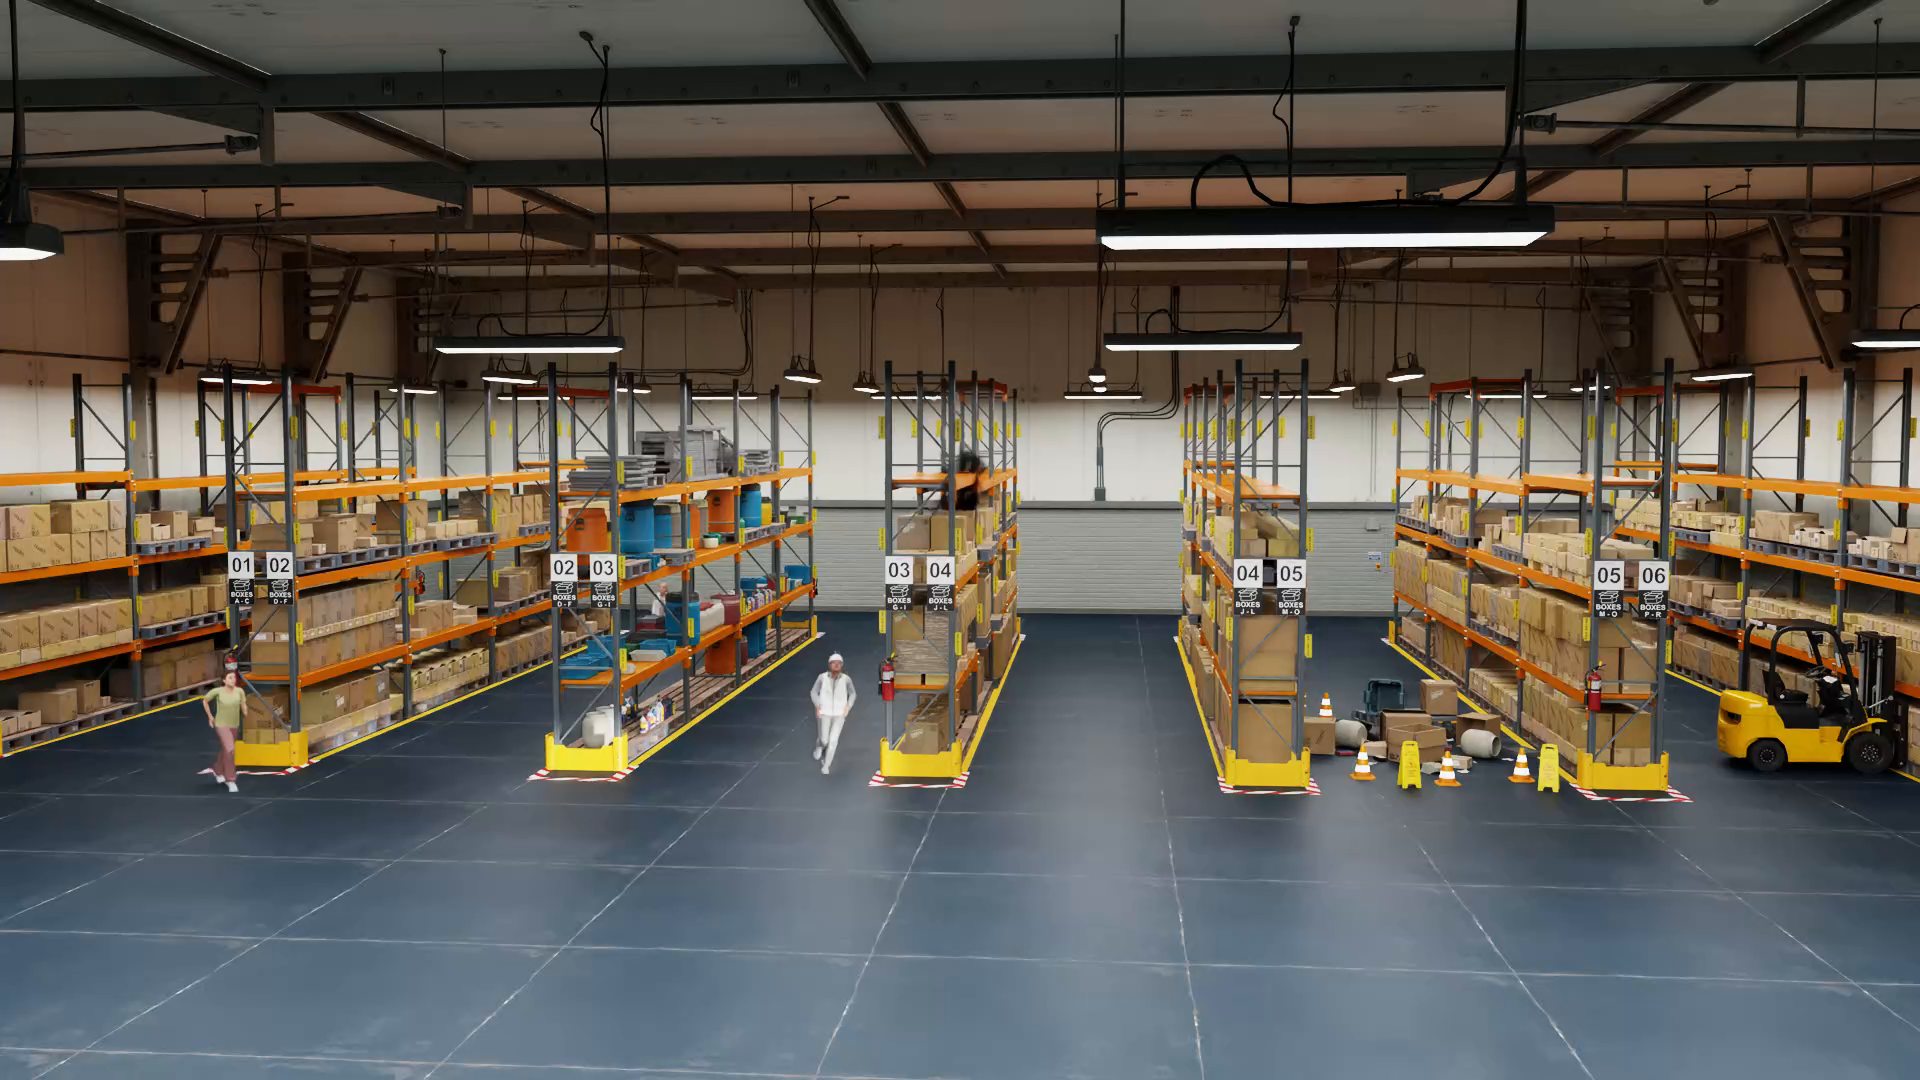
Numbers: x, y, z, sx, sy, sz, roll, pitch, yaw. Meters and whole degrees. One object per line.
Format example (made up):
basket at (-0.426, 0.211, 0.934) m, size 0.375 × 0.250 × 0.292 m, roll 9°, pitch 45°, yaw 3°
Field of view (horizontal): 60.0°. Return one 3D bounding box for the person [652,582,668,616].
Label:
person at (-6.293, 1.800, 35.539) m, size 0.674 × 1.806 × 1.201 m, roll 0°, pitch 4°, yaw 5°

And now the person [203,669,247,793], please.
person at (-10.277, 2.643, 23.303) m, size 0.842 × 1.699 × 0.515 m, roll 3°, pitch 5°, yaw 36°

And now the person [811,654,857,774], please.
person at (-1.850, 2.527, 24.385) m, size 0.670 × 1.734 × 0.614 m, roll -1°, pitch 4°, yaw -9°
